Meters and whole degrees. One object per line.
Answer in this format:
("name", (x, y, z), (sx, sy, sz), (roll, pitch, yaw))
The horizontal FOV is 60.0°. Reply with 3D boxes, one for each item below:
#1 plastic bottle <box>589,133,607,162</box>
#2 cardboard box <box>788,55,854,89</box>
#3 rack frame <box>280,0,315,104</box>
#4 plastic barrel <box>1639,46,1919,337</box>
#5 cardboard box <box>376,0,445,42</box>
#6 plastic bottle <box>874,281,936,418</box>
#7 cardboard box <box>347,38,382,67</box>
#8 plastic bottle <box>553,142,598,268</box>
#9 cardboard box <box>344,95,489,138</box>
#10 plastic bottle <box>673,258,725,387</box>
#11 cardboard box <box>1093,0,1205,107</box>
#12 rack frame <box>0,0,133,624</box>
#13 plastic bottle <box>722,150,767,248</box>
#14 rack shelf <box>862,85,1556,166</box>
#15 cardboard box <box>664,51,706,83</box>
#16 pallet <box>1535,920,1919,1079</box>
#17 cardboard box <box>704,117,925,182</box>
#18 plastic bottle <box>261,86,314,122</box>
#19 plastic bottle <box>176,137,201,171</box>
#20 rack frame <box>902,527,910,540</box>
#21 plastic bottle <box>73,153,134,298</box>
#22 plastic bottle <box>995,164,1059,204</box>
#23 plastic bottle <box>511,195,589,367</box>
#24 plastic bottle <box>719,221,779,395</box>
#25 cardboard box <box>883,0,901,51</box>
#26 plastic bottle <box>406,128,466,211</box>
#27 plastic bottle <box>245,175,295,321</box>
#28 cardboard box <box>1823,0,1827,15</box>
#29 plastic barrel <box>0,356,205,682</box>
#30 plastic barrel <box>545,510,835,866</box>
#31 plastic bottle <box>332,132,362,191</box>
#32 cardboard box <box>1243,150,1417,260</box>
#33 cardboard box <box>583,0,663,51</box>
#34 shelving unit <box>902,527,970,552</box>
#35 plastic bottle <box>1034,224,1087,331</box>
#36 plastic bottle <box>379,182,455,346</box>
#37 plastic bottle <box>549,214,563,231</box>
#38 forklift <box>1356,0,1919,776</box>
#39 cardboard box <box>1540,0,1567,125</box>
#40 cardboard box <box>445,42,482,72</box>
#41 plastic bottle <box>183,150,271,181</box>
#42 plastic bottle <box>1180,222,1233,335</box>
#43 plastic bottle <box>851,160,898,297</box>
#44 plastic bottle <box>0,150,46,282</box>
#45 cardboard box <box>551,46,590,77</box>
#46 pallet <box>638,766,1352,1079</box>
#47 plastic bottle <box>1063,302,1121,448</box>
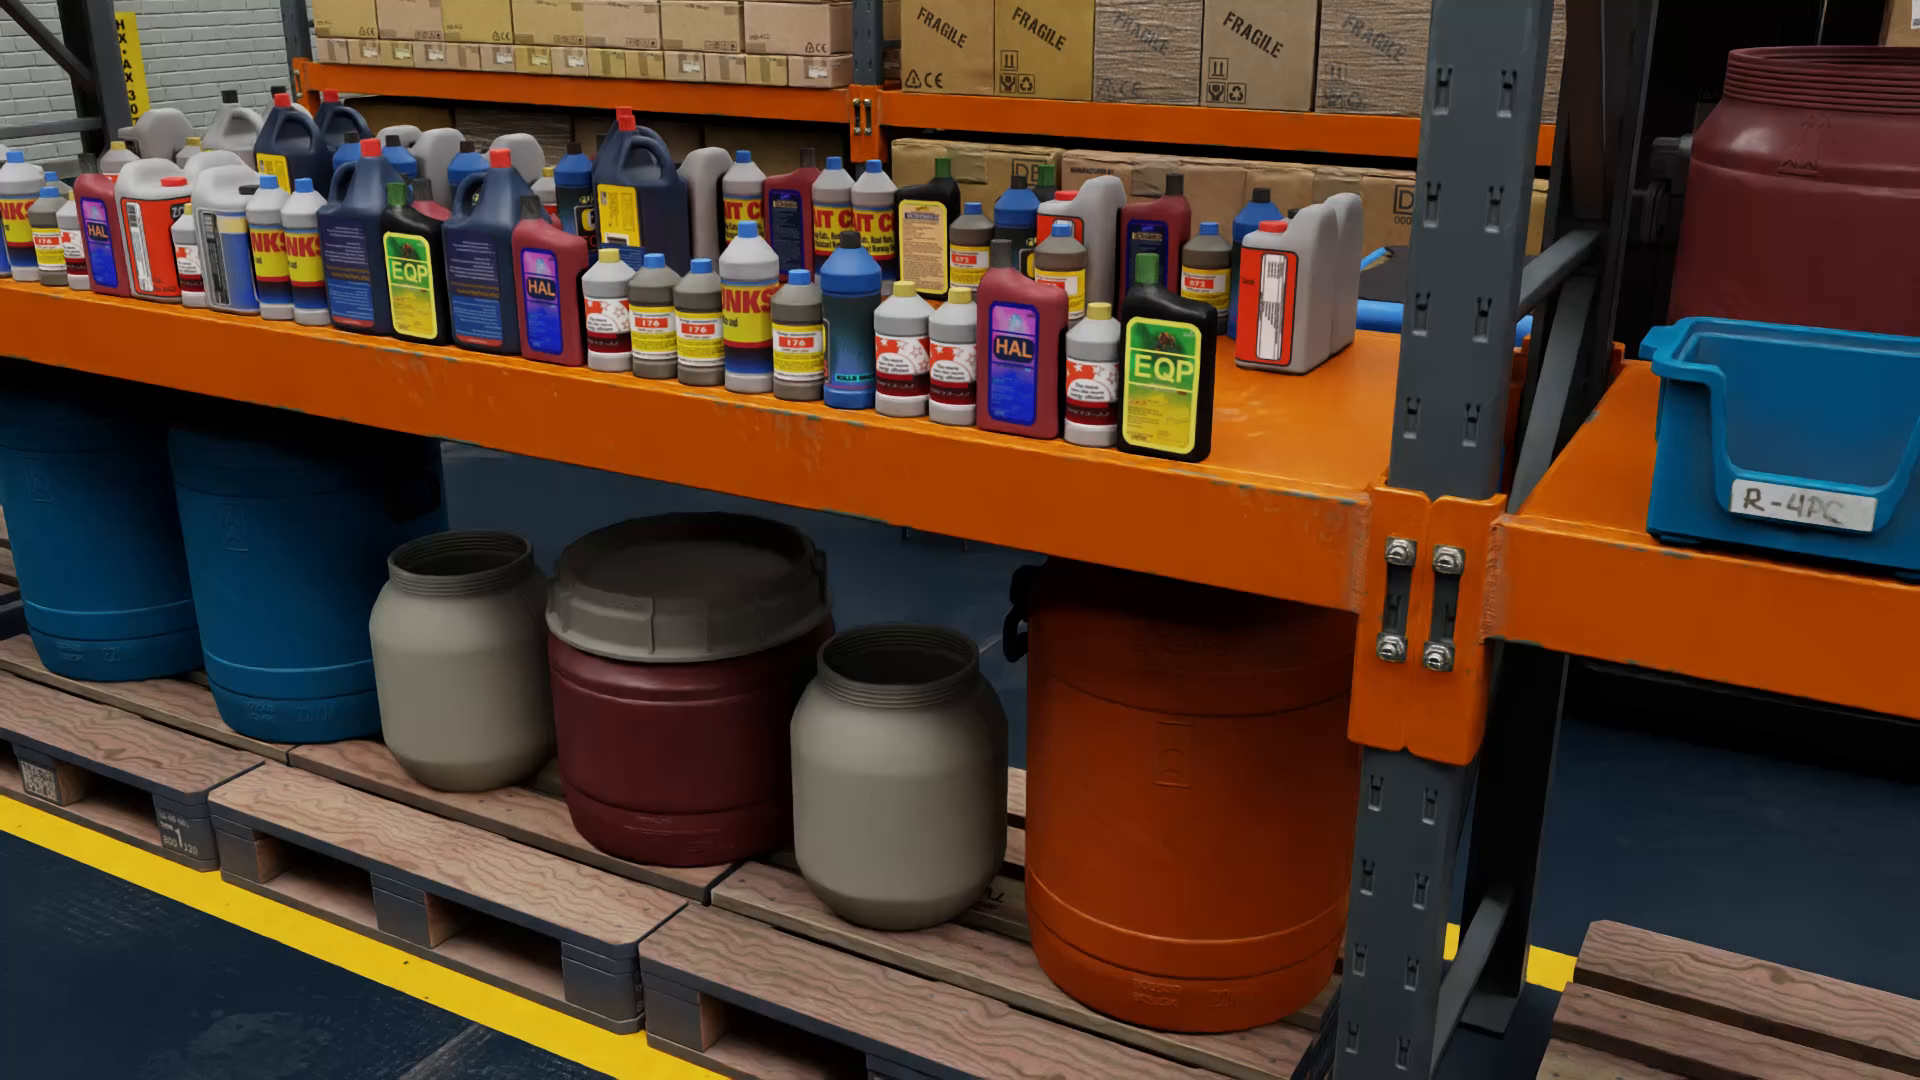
("plastic bottle", (-0.832, -0.784, 3.798), (0.133, 0.283, 0.061), (11, 23, 27))
("cardboard box", (-0.648, -2.348, 8.308), (0.250, 0.149, 0.380), (11, 23, 28))
("rack frame", (-3.714, -3.178, 10.228), (0.127, 3.000, 1.000), (11, 23, 27))
("plastic barrel", (1.407, -0.450, 2.508), (0.708, 0.536, 0.600), (11, 23, 27))
("cardboard box", (-2.970, -3.003, 9.528), (0.500, 0.250, 0.500), (10, 22, 27))
("plastic bottle", (-0.085, -0.299, 2.583), (0.097, 0.201, 0.097), (0, 20, 0))
("cardboard box", (-3.340, -2.860, 9.720), (0.250, 0.149, 0.380), (10, 22, 27))
("plastic bottle", (-0.855, -0.752, 3.727), (0.097, 0.271, 0.097), (0, 20, 0))
("cardboard box", (-3.116, -2.294, 10.291), (0.875, 0.875, 0.875), (11, 23, 27))
("plastic bottle", (-0.425, -0.364, 2.761), (0.097, 0.201, 0.097), (0, 20, 0))
("cardboard box", (0.934, -2.242, 7.501), (0.500, 0.500, 0.500), (10, 22, 26))
("rack frame", (-2.638, -1.038, 4.329), (0.127, 3.000, 1.000), (11, 23, 27))
("plastic bottle", (-0.462, -0.700, 3.586), (0.097, 0.271, 0.097), (0, 20, 0))
("rack shelf", (1.524, -1.842, 7.600), (4.000, 0.370, 1.077), (11, 23, 27))
("cardboard box", (-1.321, -2.476, 8.661), (0.250, 0.149, 0.380), (11, 23, 28))
("pallet", (1.512, 1.078, 2.584), (1.213, 0.211, 1.003), (11, 23, 27))
("cardboard box", (-0.759, -1.845, 9.053), (0.875, 0.875, 0.875), (11, 23, 27))
("plastic bottle", (-1.676, -0.960, 4.184), (0.185, 0.351, 0.144), (11, 23, 27))
("plastic bottle", (-2.021, -0.965, 4.417), (0.097, 0.201, 0.097), (0, 20, 0))
("rack frame", (-0.153, -0.523, 5.767), (0.008, 1.050, 0.200), (11, 23, 27))
("plastic bottle", (-1.750, -0.648, 3.423), (0.133, 0.283, 0.061), (11, 23, 27))
("plastic bottle", (0.136, -0.599, 3.290), (0.133, 0.283, 0.061), (11, 23, 27))
("plastic bottle", (-0.705, -0.449, 2.874), (0.133, 0.283, 0.061), (11, 23, 27))
("plastic bottle", (-0.340, -0.381, 2.705), (0.097, 0.271, 0.097), (0, 20, 0))
("cardboard box", (-0.504, -2.738, 8.799), (0.500, 0.250, 0.500), (10, 22, 26))
("plastic bottle", (-1.259, -0.844, 3.974), (0.135, 0.276, 0.152), (11, 23, 27))
("plastic bottle", (-1.321, -0.568, 3.219), (0.097, 0.271, 0.097), (0, 20, 0))
("cardboard box", (7.535, -4.734, 14.737), (0.500, 0.250, 0.500), (10, 22, 25))
("plastic barrel", (-2.171, -0.154, 4.352), (0.708, 0.901, 0.600), (11, 23, 27))
("plastic barrel", (-0.567, 0.299, 3.563), (0.708, 0.588, 0.600), (11, 23, 27))
("plastic bottle", (-1.421, -0.824, 3.926), (0.097, 0.271, 0.097), (0, 20, 0))
("cardboard box", (1.903, -1.318, 7.599), (0.875, 0.875, 1.225), (11, 23, 27))
("cardboard box", (-1.634, -2.748, 8.825), (0.500, 0.250, 0.500), (11, 23, 28))
("shelving unit", (-0.047, -0.502, 5.711), (0.252, 1.050, 0.215), (11, 23, 27))
("plastic bottle", (0.186, -0.485, 3.094), (0.097, 0.201, 0.097), (0, 20, 0))
("plastic bottle", (-0.982, -0.502, 3.020), (0.133, 0.283, 0.061), (11, 23, 27))
("plastic bottle", (-0.796, -0.522, 3.077), (0.133, 0.283, 0.061), (11, 23, 27))
("forklift", (2.480, -0.958, 4.207), (3.031, 2.935, 1.130), (10, 22, 25))
("cardboard box", (2.286, -1.988, 6.799), (0.500, 0.500, 0.500), (11, 22, 27))
("cardboard box", (-2.667, -2.732, 9.367), (0.250, 0.149, 0.380), (10, 22, 26))
("plastic bottle", (-1.537, -0.681, 3.526), (0.135, 0.276, 0.152), (11, 23, 27))
("plastic bottle", (0.462, -0.492, 3.113), (0.097, 0.201, 0.097), (0, 20, 0))
("plastic bottle", (-0.175, -0.646, 3.435), (0.097, 0.271, 0.097), (0, 20, 0))
("plastic bottle", (-2.012, -0.699, 3.583), (0.097, 0.271, 0.097), (0, 20, 0))
("cardboard box", (-1.992, -2.604, 9.014), (0.250, 0.149, 0.380), (11, 23, 28))
("pallet", (0.146, 0.819, 3.298), (1.213, 0.211, 1.003), (11, 23, 27))
("plastic bottle", (0.201, -0.245, 2.432), (0.097, 0.201, 0.097), (0, 20, 0))
